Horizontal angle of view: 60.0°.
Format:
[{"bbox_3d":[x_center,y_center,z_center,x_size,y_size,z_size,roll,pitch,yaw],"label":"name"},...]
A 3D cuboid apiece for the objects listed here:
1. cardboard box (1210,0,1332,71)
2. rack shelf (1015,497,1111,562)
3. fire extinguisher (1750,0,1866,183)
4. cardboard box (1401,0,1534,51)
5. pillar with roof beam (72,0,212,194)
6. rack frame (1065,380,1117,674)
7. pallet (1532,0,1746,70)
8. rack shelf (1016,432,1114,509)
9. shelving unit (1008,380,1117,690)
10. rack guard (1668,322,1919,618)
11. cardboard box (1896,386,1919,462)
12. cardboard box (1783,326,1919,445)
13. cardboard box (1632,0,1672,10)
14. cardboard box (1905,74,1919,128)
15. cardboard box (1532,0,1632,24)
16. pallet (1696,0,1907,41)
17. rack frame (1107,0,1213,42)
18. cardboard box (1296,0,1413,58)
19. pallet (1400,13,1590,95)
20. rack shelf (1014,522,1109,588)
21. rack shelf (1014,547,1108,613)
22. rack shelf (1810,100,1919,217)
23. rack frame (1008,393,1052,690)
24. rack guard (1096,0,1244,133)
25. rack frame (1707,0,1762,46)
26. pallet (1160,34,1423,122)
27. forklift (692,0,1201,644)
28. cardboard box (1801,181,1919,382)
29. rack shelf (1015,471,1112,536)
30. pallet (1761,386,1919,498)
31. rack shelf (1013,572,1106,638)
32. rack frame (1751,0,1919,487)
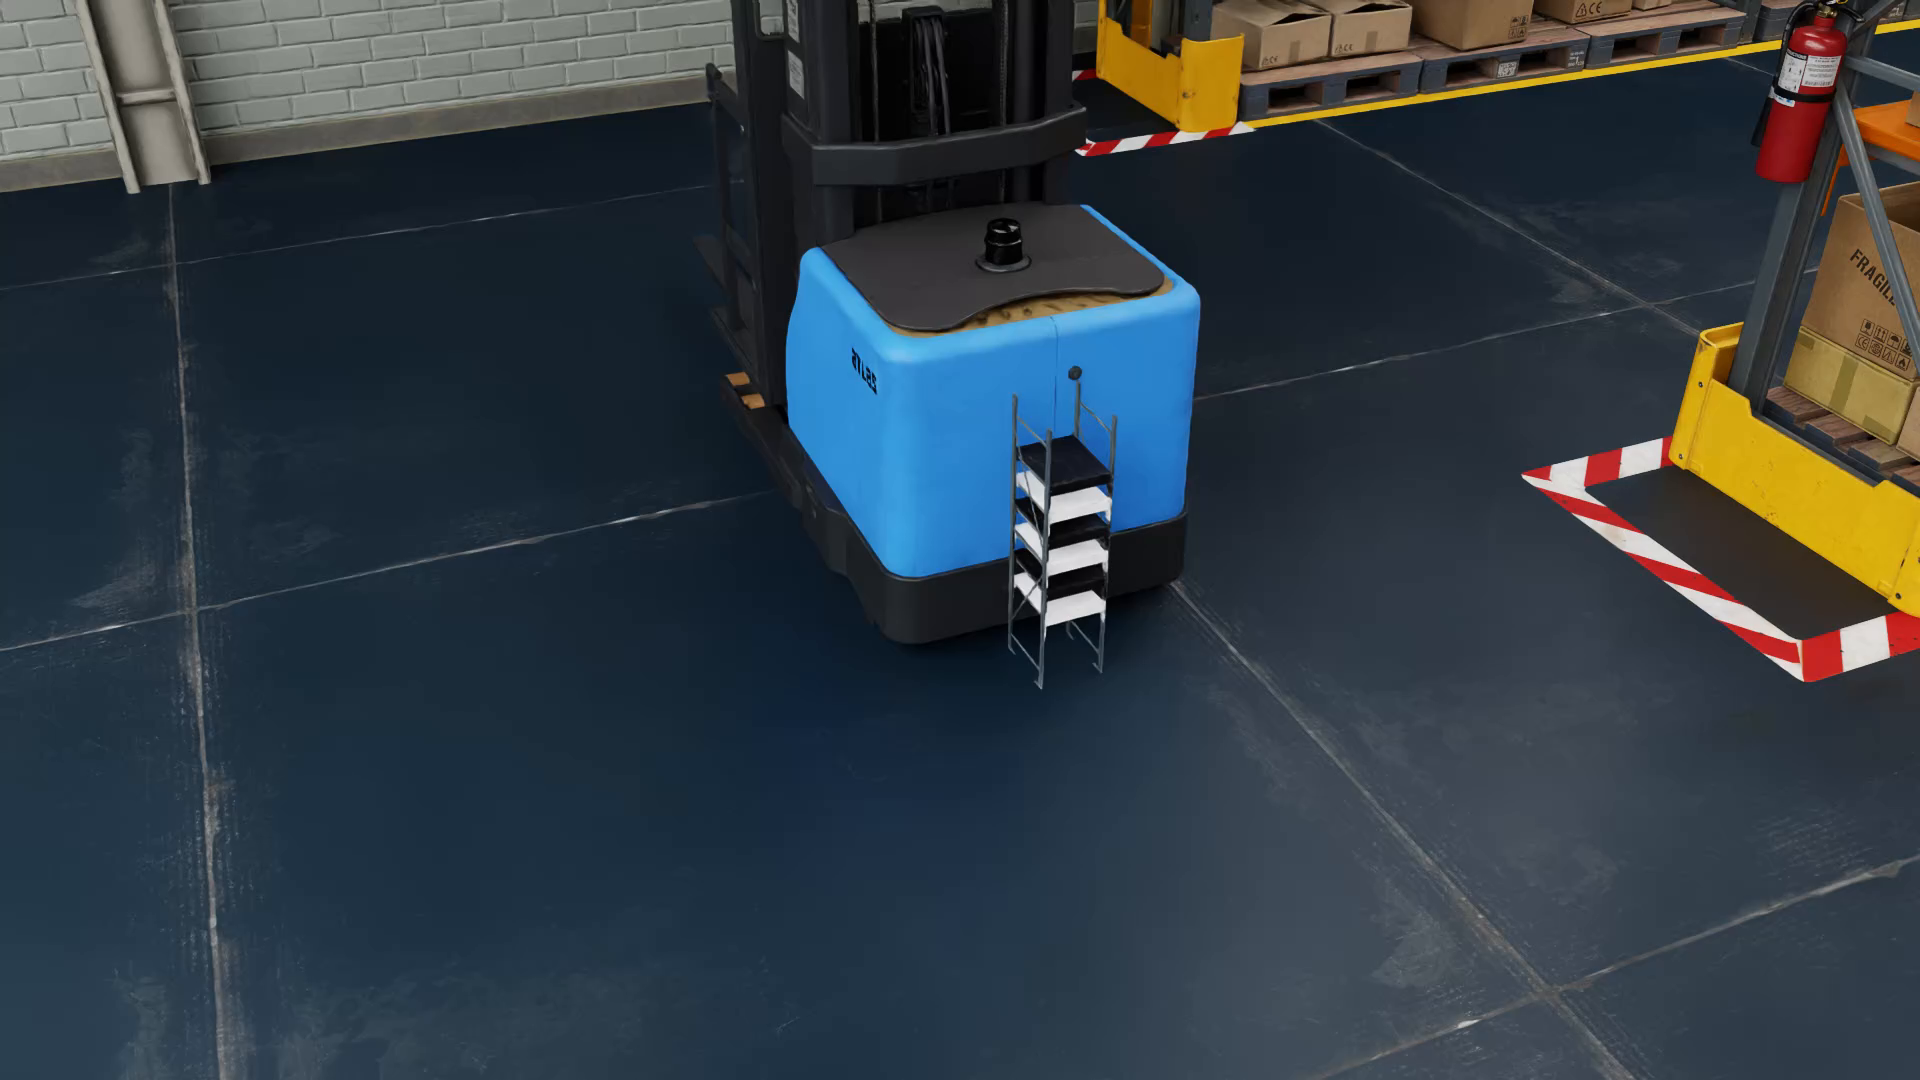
[{"bbox_3d":[1.789,-2.977,9.636,0.500,0.311,0.500,-17,37,-24],"label":"cardboard box"},{"bbox_3d":[0.294,-0.051,4.899,0.200,0.077,0.258,-14,35,-20],"label":"rack shelf"},{"bbox_3d":[2.749,-1.504,5.383,0.183,0.674,0.296,-13,35,-19],"label":"fire extinguisher"},{"bbox_3d":[3.011,-3.306,9.969,0.500,0.500,0.700,-15,36,-22],"label":"cardboard box"},{"bbox_3d":[-2.439,-3.484,2.854,0.400,9.000,9.100,-13,35,-19],"label":"pillar with roof beam"},{"bbox_3d":[0.387,-0.026,4.965,0.006,0.900,0.240,-14,35,-20],"label":"rack frame"},{"bbox_3d":[4.199,-3.335,10.681,1.213,0.211,1.003,-13,35,-19],"label":"pallet"},{"bbox_3d":[0.294,-0.202,4.801,0.200,0.077,0.258,-14,35,-20],"label":"rack shelf"},{"bbox_3d":[0.294,-0.004,4.930,0.210,0.900,0.258,-14,35,-20],"label":"shelving unit"},{"bbox_3d":[3.015,-0.275,5.715,0.348,0.500,1.175,-13,35,-19],"label":"rack guard"},{"bbox_3d":[3.618,-0.353,5.678,0.500,0.250,0.500,-13,35,-19],"label":"cardboard box"},{"bbox_3d":[3.418,-0.614,6.079,0.500,0.250,0.500,-13,35,-19],"label":"cardboard box"},{"bbox_3d":[4.323,-3.532,10.622,0.250,0.166,0.380,-18,37,-25],"label":"cardboard box"},{"bbox_3d":[3.473,-1.462,5.155,0.500,0.500,0.700,-13,35,-19],"label":"cardboard box"},{"bbox_3d":[3.863,-3.560,10.360,0.500,0.500,0.500,-16,36,-22],"label":"cardboard box"},{"bbox_3d":[5.522,-3.659,11.180,1.213,0.211,1.003,-13,35,-19],"label":"pallet"},{"bbox_3d":[1.116,-3.818,8.868,0.127,3.000,1.000,-13,35,-19],"label":"rack frame"},{"bbox_3d":[2.315,-3.097,9.821,0.500,0.311,0.500,-10,34,-15],"label":"cardboard box"},{"bbox_3d":[3.072,-3.075,10.282,1.213,0.211,1.003,-13,35,-19],"label":"pallet"},{"bbox_3d":[0.294,0.024,4.948,0.200,0.077,0.258,-14,35,-20],"label":"rack shelf"},{"bbox_3d":[0.294,0.100,4.998,0.200,0.077,0.258,-14,35,-20],"label":"rack shelf"},{"bbox_3d":[4.882,-1.449,5.886,4.000,0.370,1.077,-13,35,-19],"label":"rack shelf"},{"bbox_3d":[0.201,0.019,4.896,0.006,0.900,0.240,-14,35,-20],"label":"rack frame"},{"bbox_3d":[1.186,-2.787,9.574,0.348,0.500,1.175,-13,35,-19],"label":"rack guard"},{"bbox_3d":[4.805,-4.663,10.166,0.127,3.000,1.000,-13,35,-19],"label":"rack frame"},{"bbox_3d":[1.949,-2.819,9.890,1.213,0.211,1.003,-13,35,-19],"label":"pallet"},{"bbox_3d":[-0.298,-1.700,5.676,1.130,2.935,3.031,-13,35,-19],"label":"forklift"},{"bbox_3d":[3.417,-0.929,5.876,0.500,0.500,0.500,-13,35,-19],"label":"cardboard box"},{"bbox_3d":[0.294,-0.126,4.850,0.200,0.077,0.258,-14,35,-20],"label":"rack shelf"},{"bbox_3d":[3.726,-0.342,6.082,1.213,0.211,1.003,-13,35,-19],"label":"pallet"},{"bbox_3d":[0.294,0.175,5.047,0.200,0.077,0.258,-14,35,-20],"label":"rack shelf"},{"bbox_3d":[3.036,-1.330,5.043,0.053,2.616,0.949,-13,35,-19],"label":"rack frame"}]
